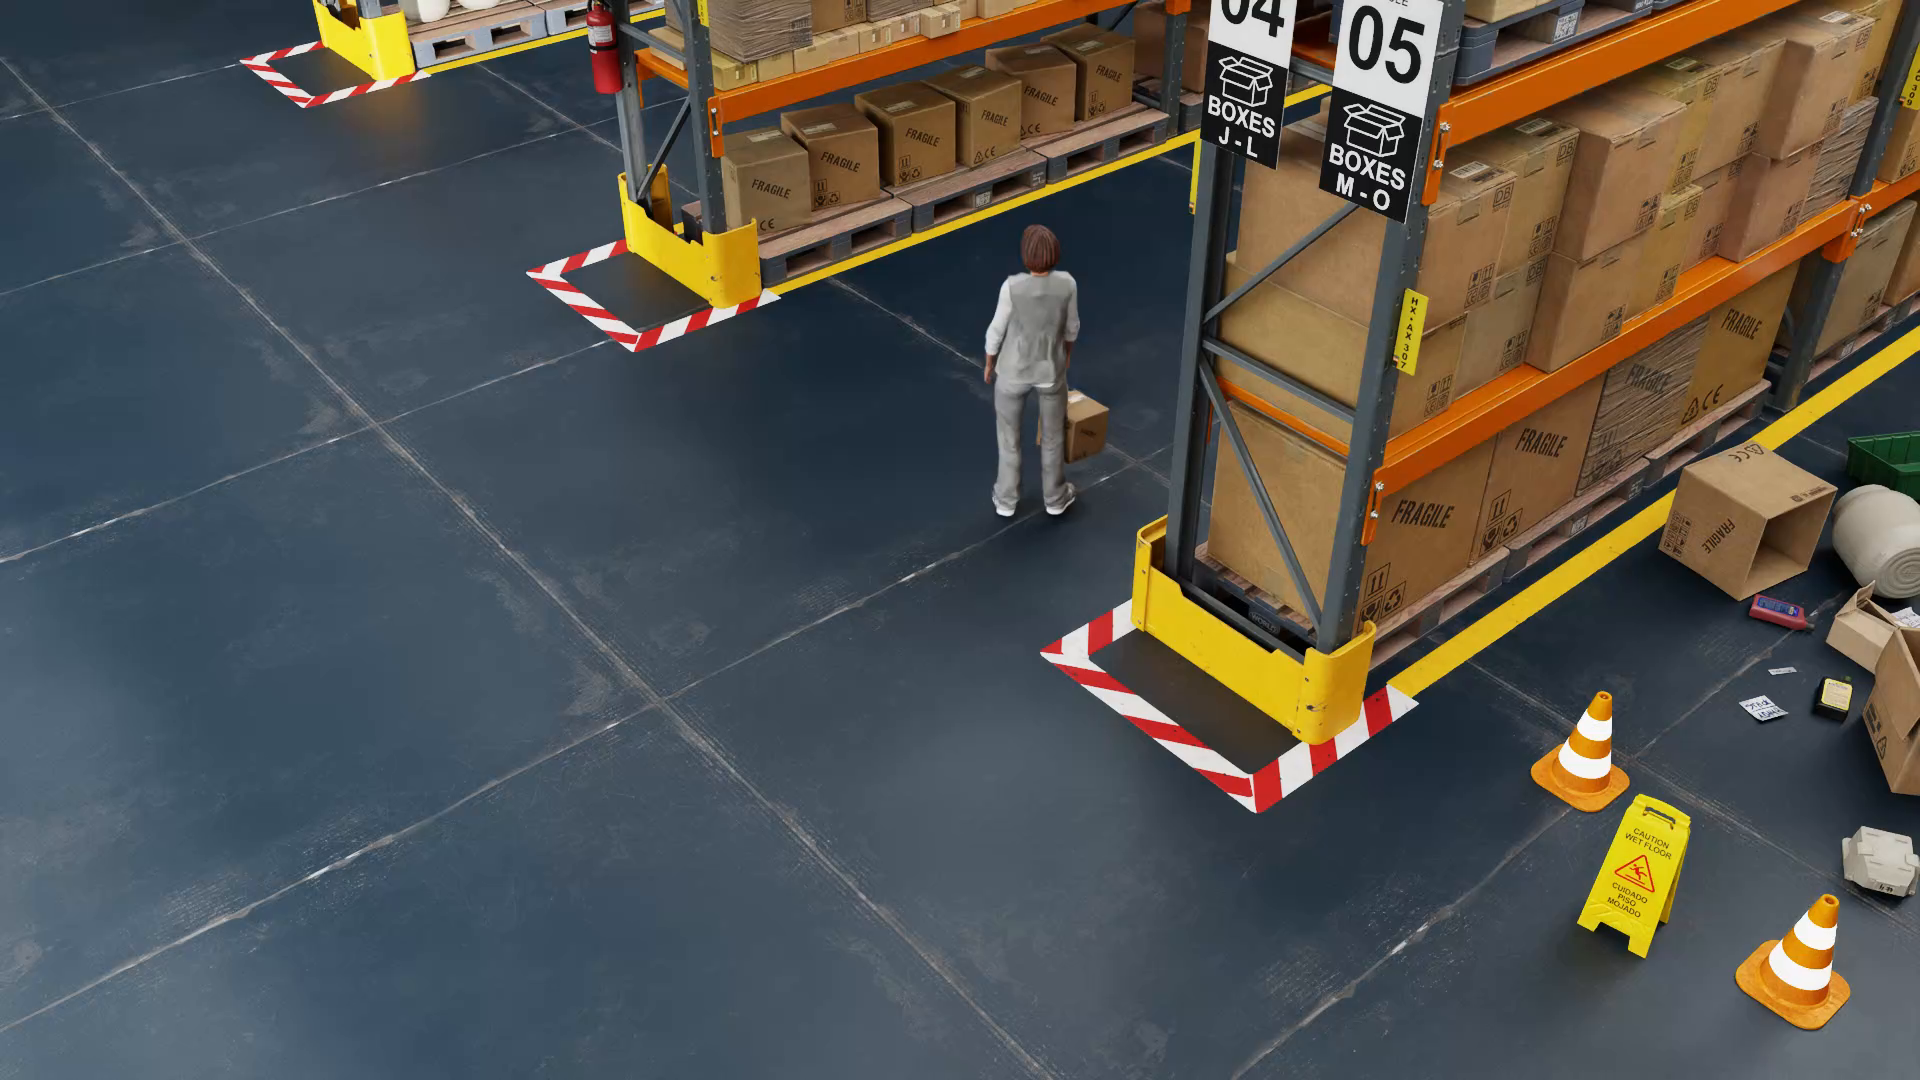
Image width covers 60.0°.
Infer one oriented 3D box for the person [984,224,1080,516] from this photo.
[{"bbox_3d":[0.366,-0.825,8.163,0.500,1.607,0.352,-4,37,-6],"label":"person"}]
